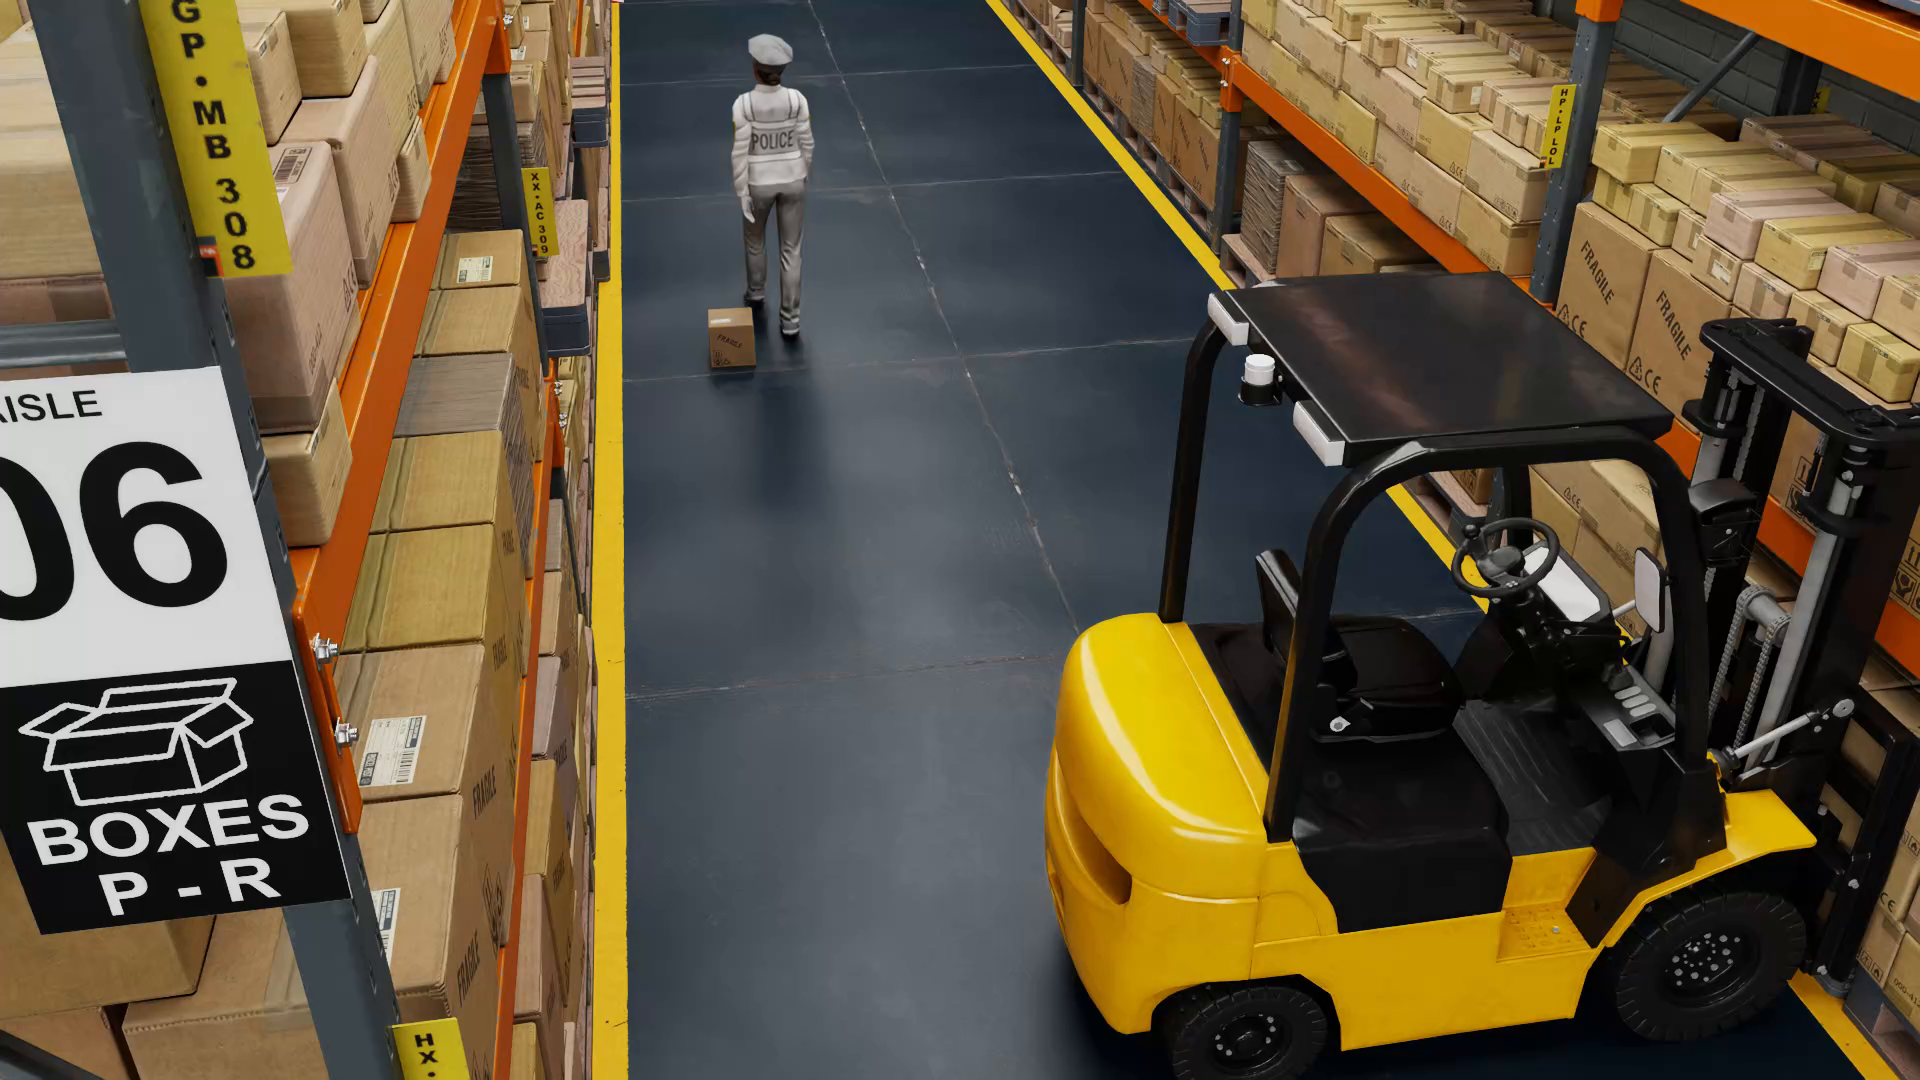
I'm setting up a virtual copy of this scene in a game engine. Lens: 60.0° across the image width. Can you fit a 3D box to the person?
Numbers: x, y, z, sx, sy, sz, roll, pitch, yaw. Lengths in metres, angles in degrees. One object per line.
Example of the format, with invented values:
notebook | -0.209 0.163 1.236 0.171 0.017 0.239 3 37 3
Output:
person | -1.071 -2.057 9.546 0.486 1.701 0.784 -5 31 -9
